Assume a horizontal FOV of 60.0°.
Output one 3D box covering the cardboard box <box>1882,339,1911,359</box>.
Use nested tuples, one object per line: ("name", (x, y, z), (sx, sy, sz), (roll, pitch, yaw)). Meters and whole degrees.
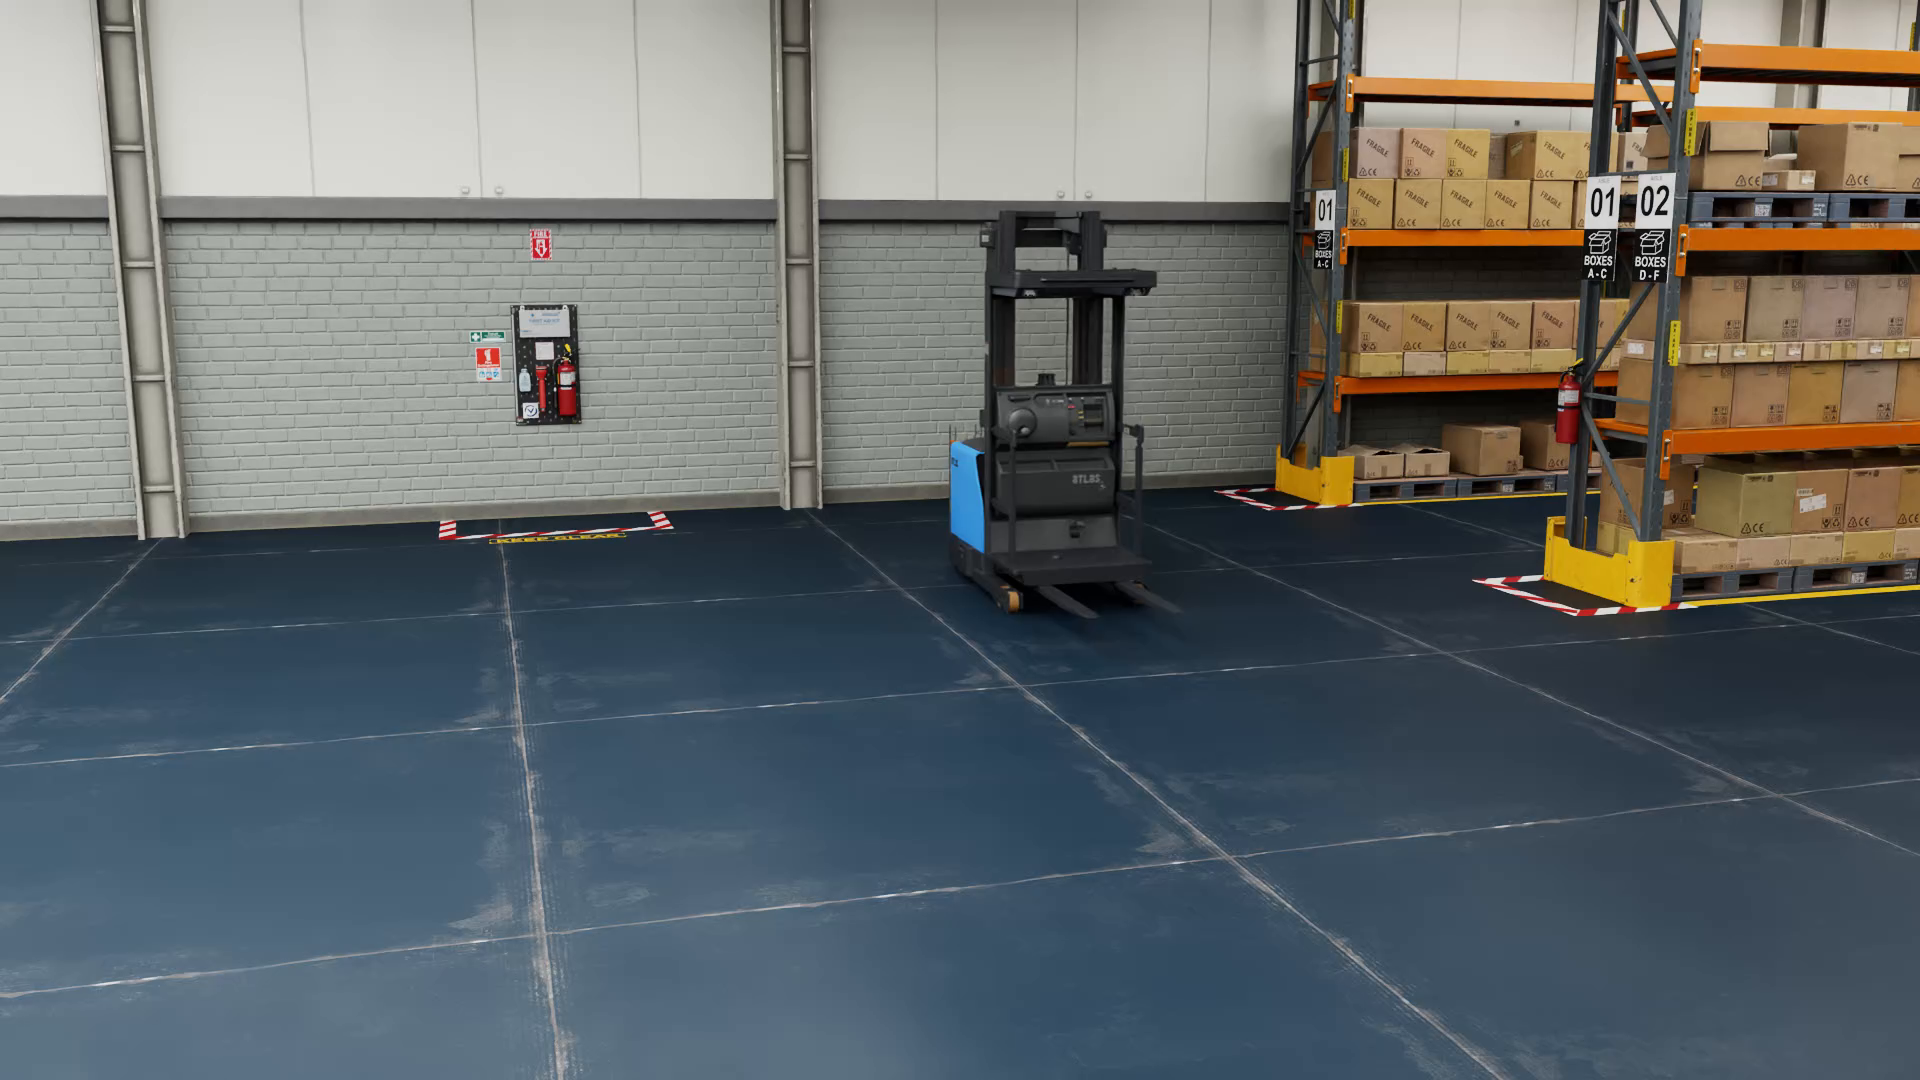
("cardboard box", (7.252, -1.516, 13.132), (0.250, 0.149, 0.380), (-3, 11, -14))

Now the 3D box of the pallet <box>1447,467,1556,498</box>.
("pallet", (5.730, -0.664, 18.272), (1.213, 0.211, 1.003), (-3, 11, -16))

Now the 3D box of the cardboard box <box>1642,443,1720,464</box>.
("cardboard box", (8.241, -1.165, 18.981), (0.500, 0.500, 0.700), (-3, 11, -14))

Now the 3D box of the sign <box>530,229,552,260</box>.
("sign", (-4.052, -2.856, 16.076), (0.199, 0.298, 0.001), (-3, 11, -16))

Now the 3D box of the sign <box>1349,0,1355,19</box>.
("sign", (3.850, -5.290, 16.330), (0.005, 0.325, 0.100), (-3, 11, -16))

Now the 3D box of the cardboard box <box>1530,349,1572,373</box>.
("cardboard box", (6.209, -1.945, 17.890), (0.500, 0.250, 0.500), (-3, 11, -16))

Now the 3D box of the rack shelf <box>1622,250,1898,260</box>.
("rack shelf", (9.459, -3.360, 18.920), (4.000, 0.370, 1.077), (-3, 11, -16))

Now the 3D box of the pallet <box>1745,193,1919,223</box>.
("pallet", (6.946, -2.600, 13.046), (1.213, 0.211, 1.003), (-3, 11, -16))

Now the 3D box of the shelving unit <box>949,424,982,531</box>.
("shelving unit", (0.051, -0.519, 15.170), (0.252, 1.050, 0.215), (-3, 11, -16))

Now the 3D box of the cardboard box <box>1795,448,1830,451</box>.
("cardboard box", (9.706, -1.246, 19.420), (0.500, 0.500, 0.700), (-3, 11, -16))

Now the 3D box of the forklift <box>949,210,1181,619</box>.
("forklift", (0.789, -0.979, 12.474), (1.130, 2.935, 3.031), (-3, 11, -15))

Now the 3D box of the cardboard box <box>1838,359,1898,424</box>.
("cardboard box", (7.024, -1.224, 13.336), (0.500, 0.500, 0.700), (-3, 11, -14))

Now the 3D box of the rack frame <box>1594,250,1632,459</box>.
("rack frame", (7.539, -2.138, 18.576), (0.127, 3.000, 1.000), (-3, 11, -16))

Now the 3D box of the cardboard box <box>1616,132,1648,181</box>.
("cardboard box", (7.133, -4.091, 17.810), (0.500, 0.500, 0.500), (-4, 11, -21))

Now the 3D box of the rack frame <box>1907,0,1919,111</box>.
("rack frame", (11.379, -5.290, 19.133), (0.127, 3.000, 1.000), (-3, 11, -16))

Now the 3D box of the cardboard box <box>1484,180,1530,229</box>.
("cardboard box", (5.620, -3.522, 17.478), (0.500, 0.500, 0.500), (-2, 11, -12))

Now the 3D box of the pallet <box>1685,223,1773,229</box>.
("pallet", (8.161, -3.533, 18.391), (1.003, 0.211, 1.213), (-3, 11, -16))

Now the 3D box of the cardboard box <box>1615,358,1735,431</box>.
("cardboard box", (5.538, -1.145, 12.907), (0.500, 0.500, 0.700), (-3, 11, -16))

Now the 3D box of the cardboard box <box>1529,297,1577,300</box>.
("cardboard box", (6.531, -2.429, 18.450), (0.500, 0.500, 0.500), (-3, 11, -16))

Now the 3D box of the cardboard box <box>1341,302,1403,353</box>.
("cardboard box", (4.240, -2.212, 17.268), (0.500, 0.500, 0.500), (-3, 11, -16))

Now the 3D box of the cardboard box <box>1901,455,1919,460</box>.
("cardboard box", (8.059, -0.415, 13.583), (0.500, 0.500, 0.500), (-3, 11, -16))

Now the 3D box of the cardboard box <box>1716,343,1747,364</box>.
("cardboard box", (5.776, -1.439, 12.712), (0.250, 0.149, 0.380), (-3, 11, -17))

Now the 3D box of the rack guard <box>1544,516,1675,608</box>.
("rack guard", (5.063, 0.156, 13.020), (0.348, 0.500, 1.175), (-3, 11, -16))

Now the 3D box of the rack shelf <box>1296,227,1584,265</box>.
("rack shelf", (5.618, -3.158, 17.820), (4.000, 0.370, 1.077), (-3, 11, -16))

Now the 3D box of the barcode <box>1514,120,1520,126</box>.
("barcode", (6.084, -4.552, 18.157), (0.075, 0.075, 0.001), (-3, 11, -16))

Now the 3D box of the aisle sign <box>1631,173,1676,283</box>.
("aisle sign", (5.109, -2.296, 12.258), (0.004, 0.787, 0.394), (-3, 11, -16))

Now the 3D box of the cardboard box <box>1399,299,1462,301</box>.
("cardboard box", (5.072, -2.352, 18.026), (0.500, 0.500, 0.500), (-3, 11, -18))

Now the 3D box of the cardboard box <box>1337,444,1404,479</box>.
("cardboard box", (4.387, -0.849, 17.786), (0.500, 0.311, 0.500), (-4, 11, -22))

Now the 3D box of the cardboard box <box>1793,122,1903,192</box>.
("cardboard box", (6.757, -2.910, 12.667), (0.500, 0.500, 0.500), (-3, 11, -16))

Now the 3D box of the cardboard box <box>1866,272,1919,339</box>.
("cardboard box", (7.537, -1.889, 13.368), (0.500, 0.500, 0.700), (-3, 11, -16))

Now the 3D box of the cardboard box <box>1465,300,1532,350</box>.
("cardboard box", (5.708, -2.288, 17.684), (0.500, 0.500, 0.500), (-3, 11, -14))

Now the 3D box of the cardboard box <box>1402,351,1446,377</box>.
("cardboard box", (4.750, -1.869, 17.479), (0.500, 0.250, 0.500), (-3, 11, -18))

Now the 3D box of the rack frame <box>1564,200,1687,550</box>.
("rack frame", (5.086, -1.074, 12.800), (0.127, 3.000, 1.000), (-3, 11, -16))

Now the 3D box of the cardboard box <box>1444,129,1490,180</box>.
("cardboard box", (5.120, -3.983, 17.222), (0.500, 0.500, 0.500), (-3, 11, -14))

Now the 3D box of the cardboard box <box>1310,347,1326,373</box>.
("cardboard box", (4.093, -1.929, 17.800), (0.500, 0.250, 0.500), (-3, 11, -15))

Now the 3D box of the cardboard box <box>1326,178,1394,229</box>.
("cardboard box", (4.089, -3.443, 17.050), (0.500, 0.500, 0.500), (-3, 11, -14))

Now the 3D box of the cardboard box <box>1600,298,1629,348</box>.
("cardboard box", (7.171, -2.365, 18.098), (0.500, 0.500, 0.500), (-3, 11, -16))

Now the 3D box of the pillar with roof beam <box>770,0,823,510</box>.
("pillar with roof beam", (-0.429, -4.019, 12.229), (0.400, 9.000, 9.100), (-3, 11, -16))

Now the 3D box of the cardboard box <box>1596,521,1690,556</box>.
("cardboard box", (5.518, -0.007, 13.438), (0.500, 0.250, 0.500), (-3, 11, -16))

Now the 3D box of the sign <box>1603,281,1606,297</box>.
("sign", (7.380, -2.803, 18.995), (0.005, 0.325, 0.100), (-3, 11, -16))

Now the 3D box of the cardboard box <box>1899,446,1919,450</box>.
("cardboard box", (8.394, -0.531, 14.211), (0.500, 0.500, 0.500), (-3, 11, -16))

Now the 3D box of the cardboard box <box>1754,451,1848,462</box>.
("cardboard box", (6.954, -0.454, 13.797), (0.500, 0.500, 0.500), (-3, 11, -16))

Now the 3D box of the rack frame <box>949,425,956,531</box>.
("rack frame", (-0.066, -0.513, 15.136), (0.008, 1.050, 0.200), (-3, 11, -16))

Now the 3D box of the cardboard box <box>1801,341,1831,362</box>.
("cardboard box", (6.514, -1.477, 12.922), (0.250, 0.149, 0.380), (-3, 11, -18))

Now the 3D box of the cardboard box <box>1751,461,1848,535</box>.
("cardboard box", (6.619, -0.339, 13.169), (0.500, 0.500, 0.500), (-3, 11, -16))

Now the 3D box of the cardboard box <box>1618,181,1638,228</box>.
("cardboard box", (7.120, -3.603, 17.921), (0.500, 0.500, 0.500), (-3, 11, -14))

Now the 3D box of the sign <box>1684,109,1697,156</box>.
("sign", (5.236, -2.921, 11.917), (0.005, 0.325, 0.100), (-3, 11, -16))

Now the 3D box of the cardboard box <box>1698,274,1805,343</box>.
("cardboard box", (6.092, -1.813, 12.954), (0.500, 0.500, 0.700), (-3, 11, -17))

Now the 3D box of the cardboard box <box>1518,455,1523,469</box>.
("cardboard box", (5.997, -0.874, 18.374), (0.250, 0.149, 0.380), (-4, 11, -21))

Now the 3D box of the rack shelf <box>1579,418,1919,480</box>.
("rack shelf", (7.006, -0.822, 13.415), (4.000, 0.370, 1.077), (-3, 11, -16))

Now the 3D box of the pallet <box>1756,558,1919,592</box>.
("pallet", (6.978, 0.190, 13.634), (1.213, 0.211, 1.003), (-3, 11, -16))

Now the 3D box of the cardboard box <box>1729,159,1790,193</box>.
("cardboard box", (6.118, -2.855, 13.057), (0.500, 0.250, 0.500), (-3, 11, -16))

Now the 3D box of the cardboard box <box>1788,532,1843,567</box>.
("cardboard box", (6.622, 0.032, 13.226), (0.500, 0.250, 0.500), (-3, 11, -16))
